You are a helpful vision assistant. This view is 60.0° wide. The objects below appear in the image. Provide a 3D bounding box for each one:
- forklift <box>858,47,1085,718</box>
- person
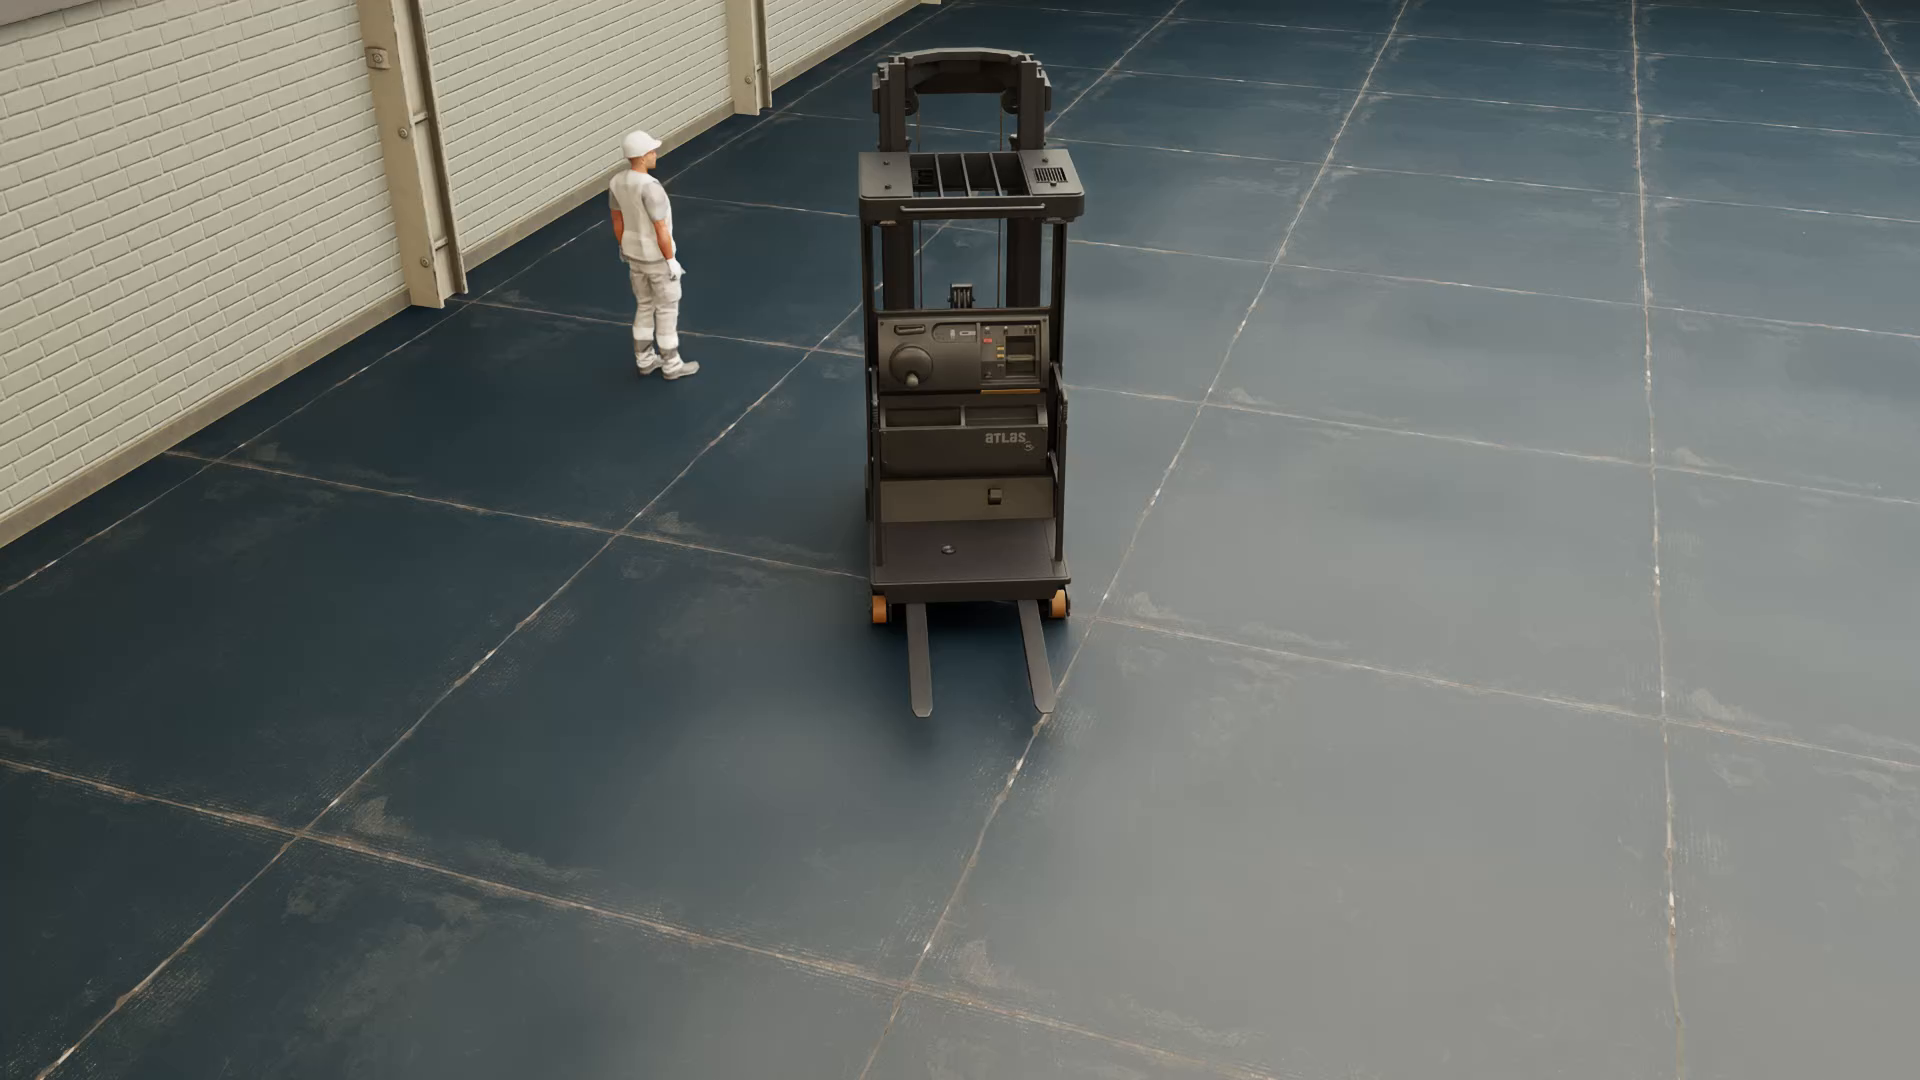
[{"bbox_3d":[0.035,-0.972,8.842,1.130,2.935,3.031,-2,30,-3],"label":"forklift"},{"bbox_3d":[-2.183,-2.026,11.844,0.603,1.795,0.374,22,36,33],"label":"person"}]
